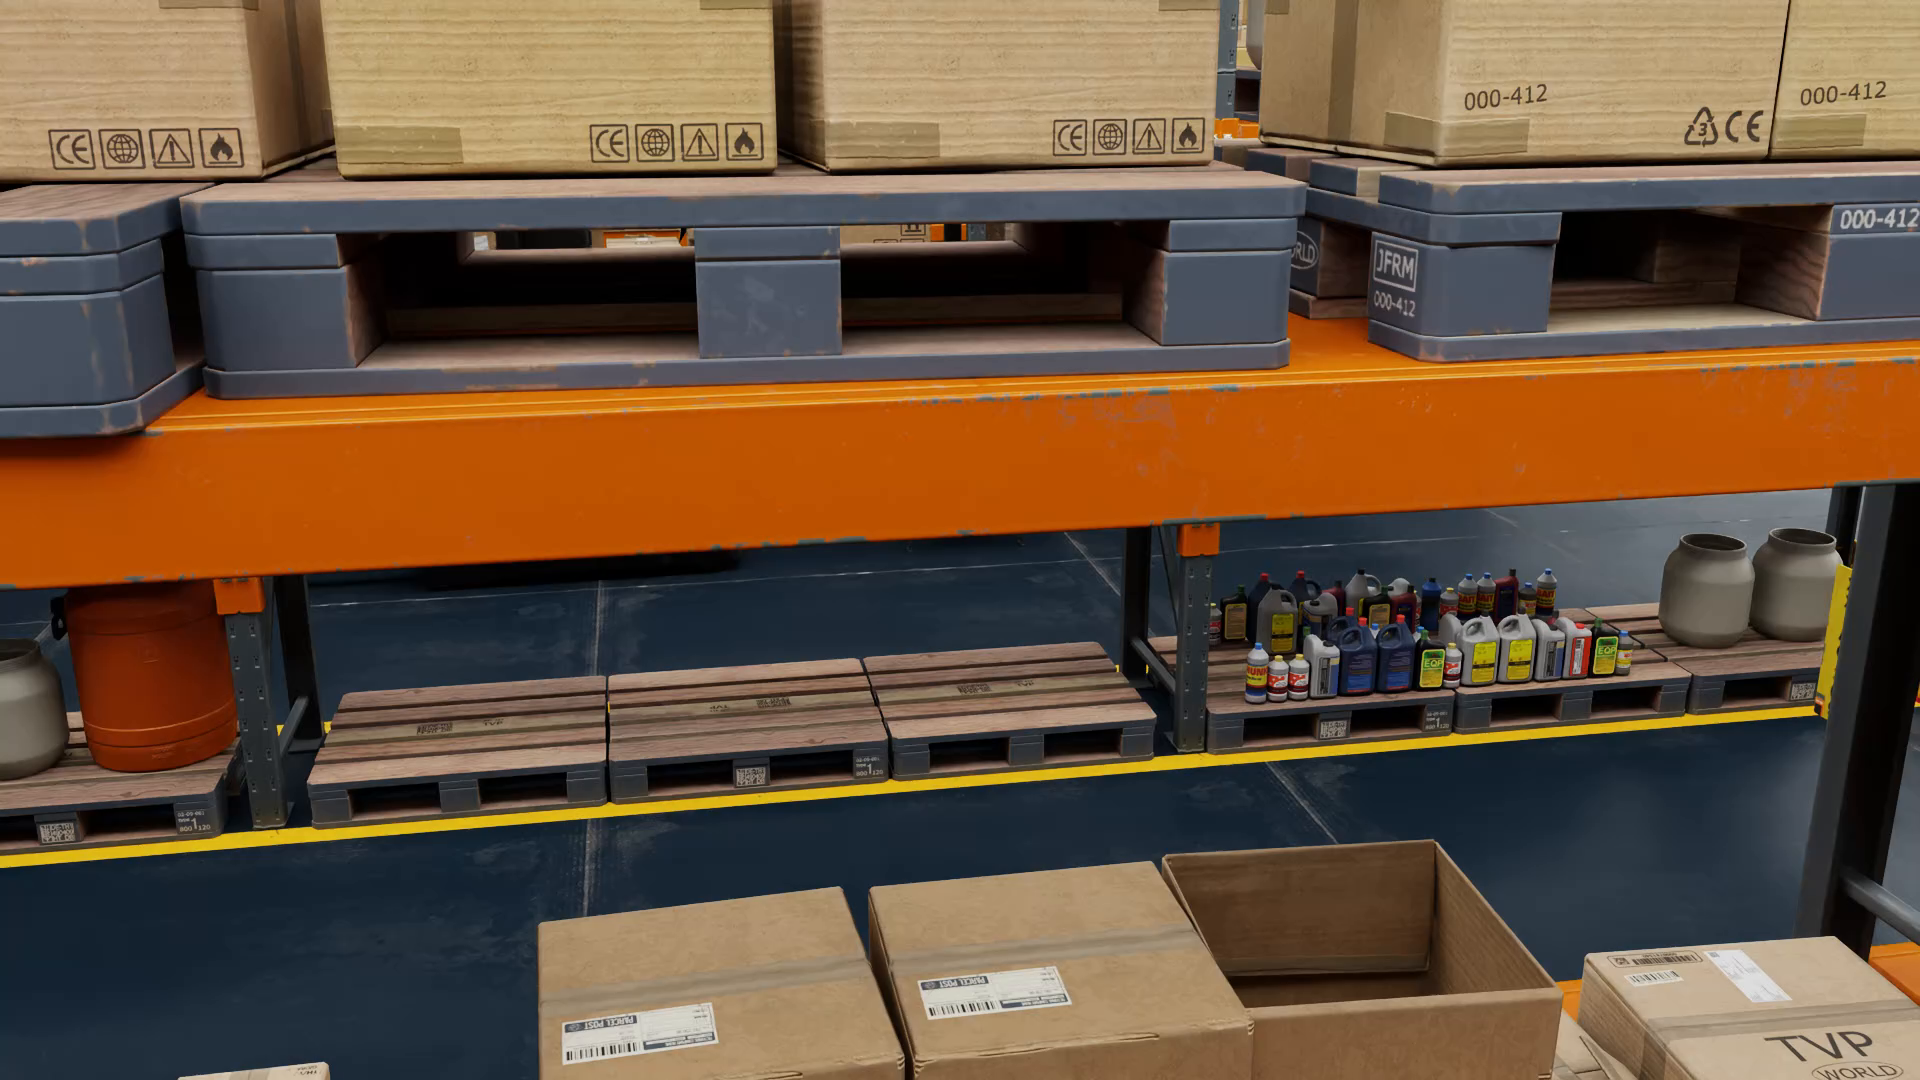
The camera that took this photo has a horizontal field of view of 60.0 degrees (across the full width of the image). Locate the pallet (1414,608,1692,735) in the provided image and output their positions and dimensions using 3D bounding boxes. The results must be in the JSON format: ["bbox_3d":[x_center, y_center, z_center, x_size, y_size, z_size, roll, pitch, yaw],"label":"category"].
[{"bbox_3d":[2.835,0.640,8.368,1.213,0.211,1.003,-3,17,-10],"label":"pallet"}]

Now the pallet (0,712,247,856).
[{"bbox_3d":[-3.726,1.013,7.153,1.213,0.211,1.003,-3,17,-10],"label":"pallet"}]

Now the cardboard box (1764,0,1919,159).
[{"bbox_3d":[1.297,-0.702,2.419,0.500,0.250,0.500,-1,17,-5],"label":"cardboard box"}]

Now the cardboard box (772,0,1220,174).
[{"bbox_3d":[0.015,-0.644,2.232,0.500,0.250,0.500,-5,18,-15],"label":"cardboard box"}]

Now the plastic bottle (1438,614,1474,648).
[{"bbox_3d":[2.389,0.492,7.989,0.135,0.276,0.152,-3,17,-10],"label":"plastic bottle"}]

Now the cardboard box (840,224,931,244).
[{"bbox_3d":[-0.779,-2.510,12.137,1.000,1.000,1.000,-3,17,-10],"label":"cardboard box"}]

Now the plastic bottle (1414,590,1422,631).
[{"bbox_3d":[2.322,0.359,8.551,0.097,0.201,0.097,0,17,0],"label":"plastic bottle"}]

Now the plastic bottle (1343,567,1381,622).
[{"bbox_3d":[2.051,0.310,8.456,0.185,0.351,0.144,-3,17,-11],"label":"plastic bottle"}]

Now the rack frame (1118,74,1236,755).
[{"bbox_3d":[0.967,-0.598,7.651,0.127,3.000,1.000,-3,17,-10],"label":"rack frame"}]

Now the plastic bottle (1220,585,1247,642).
[{"bbox_3d":[1.377,0.368,8.382,0.133,0.283,0.061,-2,17,-8],"label":"plastic bottle"}]

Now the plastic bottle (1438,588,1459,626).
[{"bbox_3d":[2.523,0.348,8.588,0.097,0.201,0.097,0,17,0],"label":"plastic bottle"}]

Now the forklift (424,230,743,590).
[{"bbox_3d":[-2.908,-1.276,9.973,3.031,2.935,1.130,-3,17,-11],"label":"forklift"}]

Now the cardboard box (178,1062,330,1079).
[{"bbox_3d":[-1.193,1.043,2.735,0.250,0.149,0.380,-3,17,-10],"label":"cardboard box"}]

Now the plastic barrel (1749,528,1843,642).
[{"bbox_3d":[4.263,0.226,8.489,0.421,0.512,0.421,0,17,0],"label":"plastic barrel"}]

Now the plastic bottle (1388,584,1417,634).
[{"bbox_3d":[2.232,0.365,8.392,0.133,0.283,0.061,-3,17,-10],"label":"plastic bottle"}]

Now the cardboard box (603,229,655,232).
[{"bbox_3d":[-3.255,-3.291,16.247,0.500,0.500,0.500,-3,17,-10],"label":"cardboard box"}]

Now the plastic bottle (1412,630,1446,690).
[{"bbox_3d":[2.194,0.557,7.767,0.133,0.283,0.061,-2,17,-8],"label":"plastic bottle"}]

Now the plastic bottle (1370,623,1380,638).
[{"bbox_3d":[1.958,0.527,7.884,0.097,0.271,0.097,0,17,0],"label":"plastic bottle"}]

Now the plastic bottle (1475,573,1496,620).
[{"bbox_3d":[2.719,0.303,8.614,0.097,0.271,0.097,0,17,0],"label":"plastic bottle"}]

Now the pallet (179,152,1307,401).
[{"bbox_3d":[-0.277,-0.418,2.276,1.213,0.211,1.003,-2,17,-8],"label":"pallet"}]

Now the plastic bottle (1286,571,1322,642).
[{"bbox_3d":[1.733,0.328,8.398,0.185,0.351,0.144,-4,18,-13],"label":"plastic bottle"}]

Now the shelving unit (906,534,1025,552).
[{"bbox_3d":[0.007,-0.717,10.593,0.755,1.500,0.431,-3,17,-10],"label":"shelving unit"}]

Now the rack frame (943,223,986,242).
[{"bbox_3d":[0.028,-2.026,12.300,0.127,3.000,1.000,-3,17,-10],"label":"rack frame"}]

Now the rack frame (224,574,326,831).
[{"bbox_3d":[-2.960,-0.376,6.926,0.127,3.000,1.000,-3,17,-10],"label":"rack frame"}]

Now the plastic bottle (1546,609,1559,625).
[{"bbox_3d":[2.901,0.471,8.046,0.133,0.283,0.061,-3,17,-10],"label":"plastic bottle"}]

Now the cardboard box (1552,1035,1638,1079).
[{"bbox_3d":[1.075,0.996,2.689,0.258,0.266,0.396,-4,17,-12],"label":"cardboard box"}]

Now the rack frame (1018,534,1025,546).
[{"bbox_3d":[0.366,-0.738,10.659,0.023,1.500,0.400,-3,17,-10],"label":"rack frame"}]

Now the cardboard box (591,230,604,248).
[{"bbox_3d":[-2.848,-2.153,11.829,0.500,0.500,0.700,-1,17,-2],"label":"cardboard box"}]

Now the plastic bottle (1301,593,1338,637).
[{"bbox_3d":[1.786,0.405,8.274,0.135,0.276,0.152,-3,17,-10],"label":"plastic bottle"}]

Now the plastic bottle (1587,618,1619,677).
[{"bbox_3d":[3.063,0.507,7.928,0.133,0.283,0.061,-3,17,-9],"label":"plastic bottle"}]

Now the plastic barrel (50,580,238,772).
[{"bbox_3d":[-3.437,0.493,7.078,0.708,0.830,0.600,-3,17,-10],"label":"plastic barrel"}]

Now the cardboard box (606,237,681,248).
[{"bbox_3d":[-2.210,-1.960,11.623,0.500,0.250,0.500,-4,17,-12],"label":"cardboard box"}]

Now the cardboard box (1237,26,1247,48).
[{"bbox_3d":[1.925,-3.616,11.943,0.250,0.149,0.380,-3,17,-9],"label":"cardboard box"}]

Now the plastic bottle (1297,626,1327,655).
[{"bbox_3d":[1.655,0.542,7.816,0.133,0.283,0.061,-3,17,-10],"label":"plastic bottle"}]

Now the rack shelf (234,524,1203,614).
[{"bbox_3d":[-0.996,-0.143,7.394,4.000,0.370,1.077,-3,17,-10],"label":"rack shelf"}]

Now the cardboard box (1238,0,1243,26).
[{"bbox_3d":[2.686,-5.330,16.809,0.500,0.250,0.500,-3,17,-10],"label":"cardboard box"}]

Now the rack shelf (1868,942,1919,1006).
[{"bbox_3d":[3.867,1.062,3.470,4.000,0.370,1.077,-3,17,-10],"label":"rack shelf"}]

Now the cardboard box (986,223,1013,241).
[{"bbox_3d":[0.481,-2.223,12.265,0.500,0.500,0.875,-3,17,-10],"label":"cardboard box"}]

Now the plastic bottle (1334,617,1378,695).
[{"bbox_3d":[1.839,0.532,7.732,0.185,0.351,0.144,-3,17,-9],"label":"plastic bottle"}]

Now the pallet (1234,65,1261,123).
[{"bbox_3d":[1.657,-2.010,7.461,1.003,0.211,1.213,-3,17,-10],"label":"pallet"}]

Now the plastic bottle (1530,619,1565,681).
[{"bbox_3d":[2.786,0.513,7.922,0.135,0.276,0.152,-4,17,-12],"label":"plastic bottle"}]

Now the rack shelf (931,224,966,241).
[{"bbox_3d":[1.150,-3.229,17.442,4.000,0.370,1.077,-3,17,-10],"label":"rack shelf"}]

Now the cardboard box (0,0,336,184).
[{"bbox_3d":[-1.078,-0.586,2.043,0.500,0.250,0.500,-3,17,-9],"label":"cardboard box"}]

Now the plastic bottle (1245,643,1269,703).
[{"bbox_3d":[1.363,0.604,7.633,0.097,0.271,0.097,0,17,0],"label":"plastic bottle"}]

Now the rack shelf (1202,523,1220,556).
[{"bbox_3d":[2.931,-0.366,8.119,4.000,0.370,1.077,-3,17,-10],"label":"rack shelf"}]

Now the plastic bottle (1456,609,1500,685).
[{"bbox_3d":[2.441,0.498,7.844,0.185,0.351,0.144,-3,17,-11],"label":"plastic bottle"}]

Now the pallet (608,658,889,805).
[{"bbox_3d":[-0.997,0.858,7.657,1.213,0.211,1.003,-3,17,-10],"label":"pallet"}]

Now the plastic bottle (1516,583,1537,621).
[{"bbox_3d":[2.954,0.323,8.668,0.097,0.201,0.097,0,17,0],"label":"plastic bottle"}]

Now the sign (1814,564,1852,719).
[{"bbox_3d":[1.797,0.218,3.383,0.005,0.325,0.100,-3,17,-10],"label":"sign"}]

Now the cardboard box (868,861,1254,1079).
[{"bbox_3d":[0.137,0.877,2.676,0.500,0.500,0.500,-3,17,-10],"label":"cardboard box"}]

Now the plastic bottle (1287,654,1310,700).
[{"bbox_3d":[1.563,0.626,7.681,0.097,0.201,0.097,0,17,0],"label":"plastic bottle"}]

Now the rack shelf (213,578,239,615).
[{"bbox_3d":[-4.924,0.080,6.669,4.000,0.370,1.077,-3,17,-10],"label":"rack shelf"}]
